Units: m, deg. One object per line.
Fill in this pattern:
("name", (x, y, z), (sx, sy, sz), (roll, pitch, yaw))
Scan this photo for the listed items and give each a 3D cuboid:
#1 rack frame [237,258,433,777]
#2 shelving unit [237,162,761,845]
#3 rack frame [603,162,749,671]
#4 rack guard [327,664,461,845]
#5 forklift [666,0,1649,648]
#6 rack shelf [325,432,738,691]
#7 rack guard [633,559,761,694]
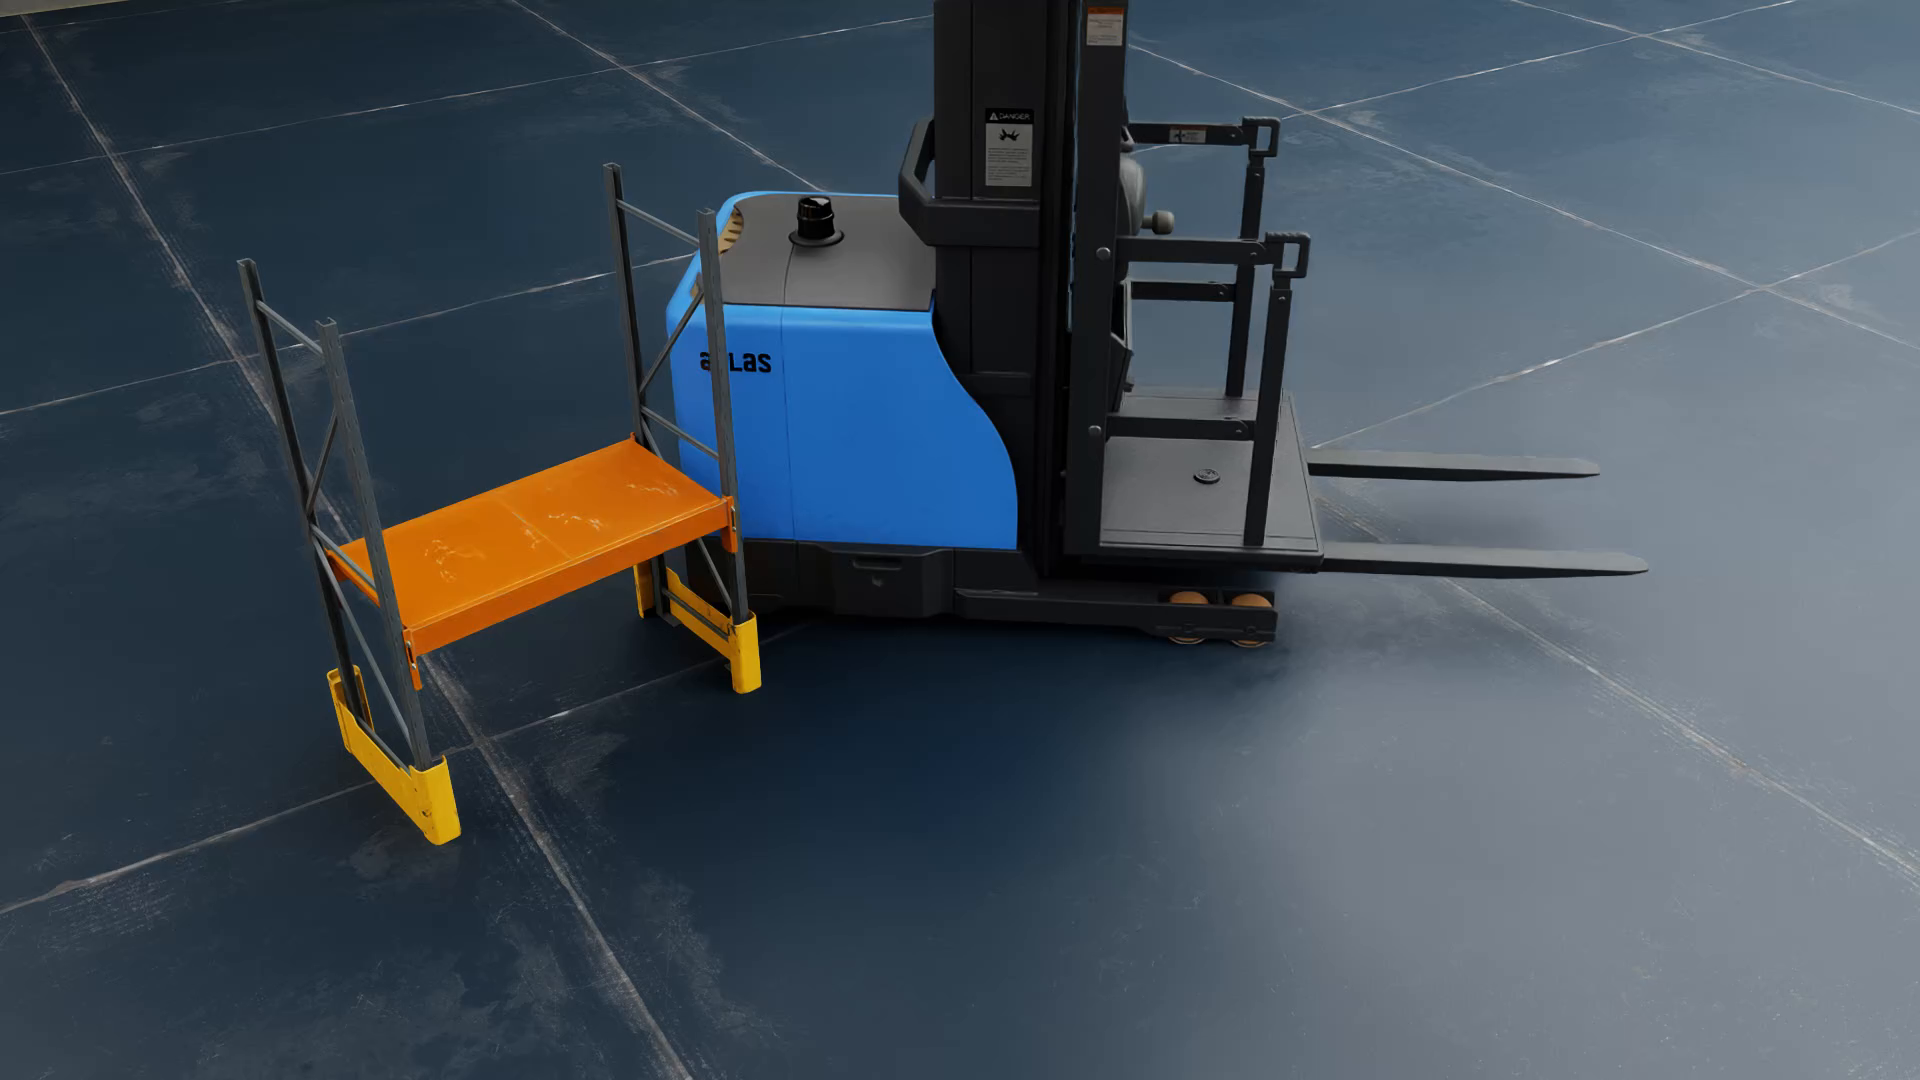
("rack frame", (-1.566, 0.057, 4.254), (0.032, 1.500, 0.500), (-25, 40, -34))
("shelving unit", (-1.193, -0.120, 4.535), (1.083, 1.500, 0.587), (-25, 40, -34))
("rack frame", (-0.806, -0.304, 4.826), (0.032, 1.500, 0.500), (-25, 40, -34))
("rack guard", (-1.565, 0.585, 4.589), (0.087, 0.250, 0.587), (-25, 40, -34))
("forklift", (0.667, -1.198, 4.902), (3.031, 2.935, 1.130), (2, 32, 4))
("rack shelf", (-1.186, 0.029, 4.636), (1.000, 0.185, 0.538), (-25, 40, -34))
("rack guard", (-0.820, 0.232, 5.148), (0.087, 0.250, 0.587), (-25, 40, -34))
